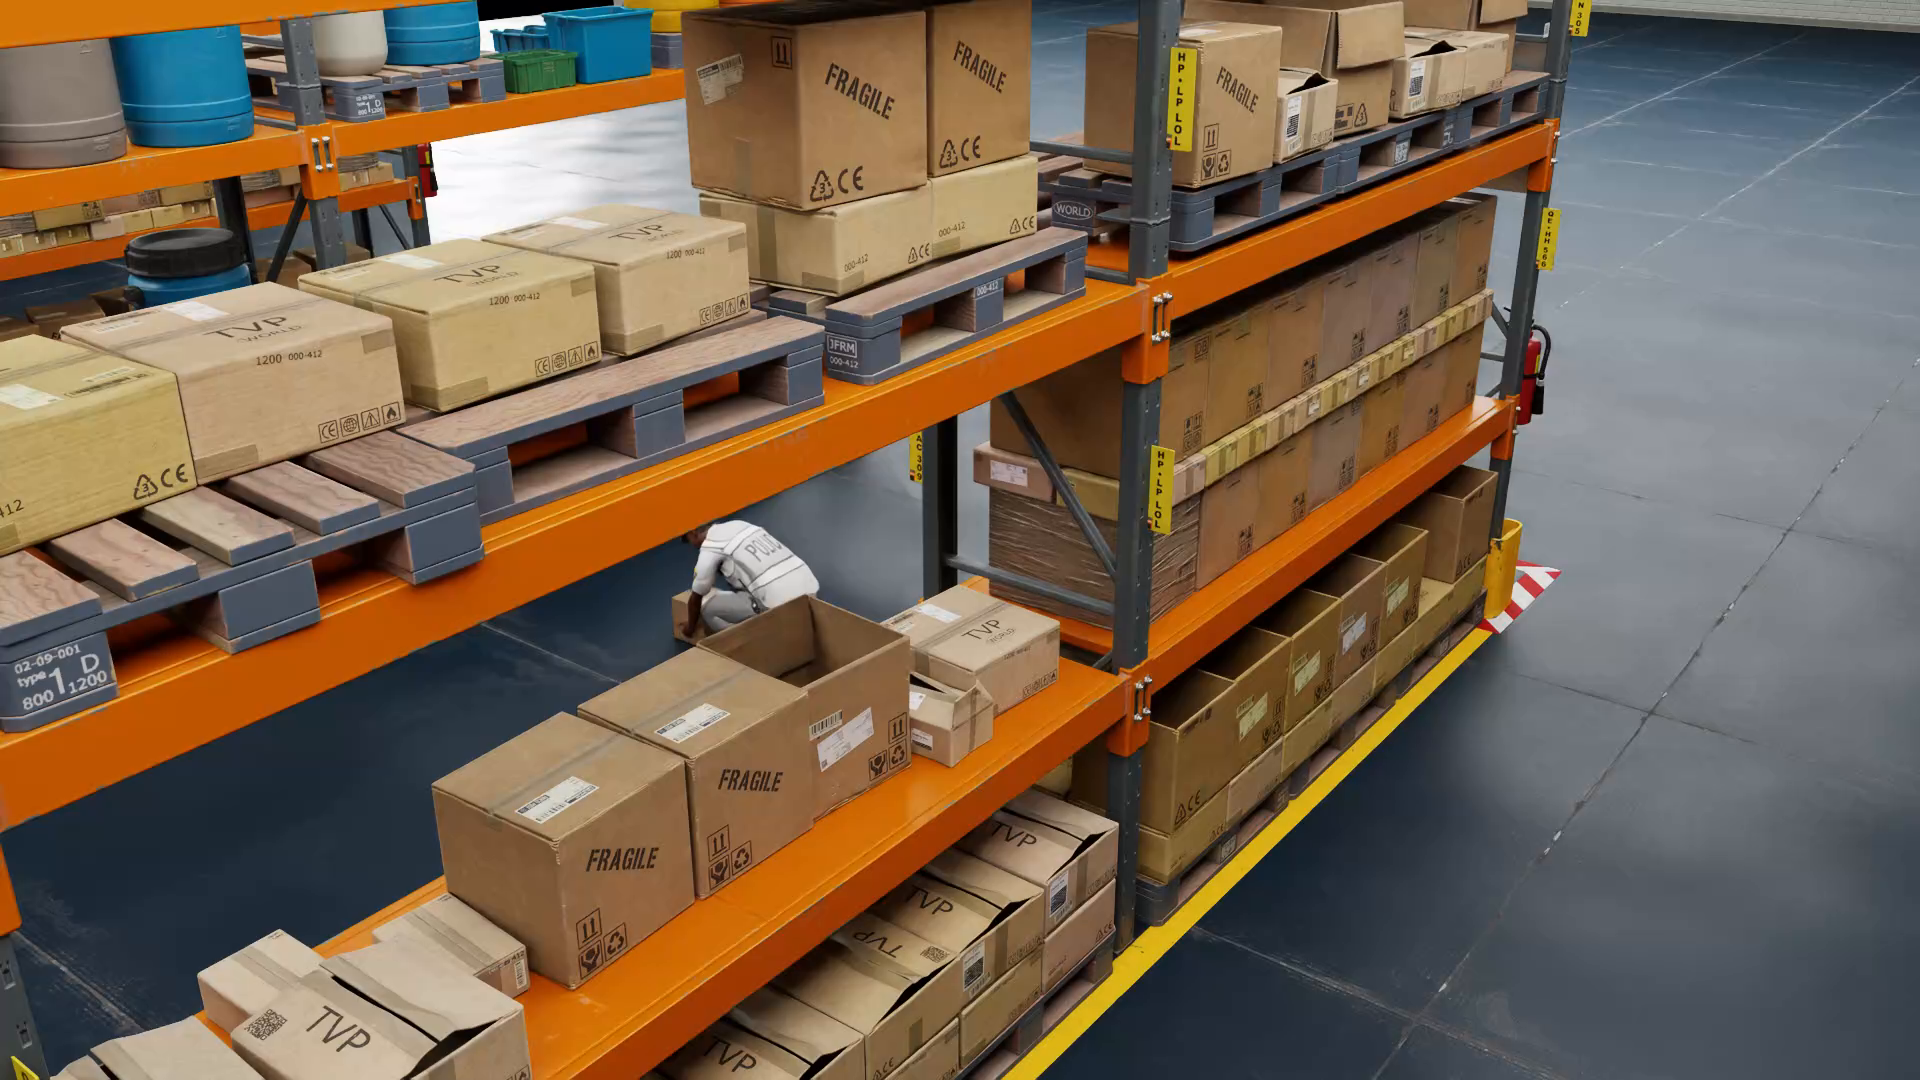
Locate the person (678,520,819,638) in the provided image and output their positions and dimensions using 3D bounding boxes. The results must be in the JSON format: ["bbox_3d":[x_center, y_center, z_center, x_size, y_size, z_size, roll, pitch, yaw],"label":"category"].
[{"bbox_3d":[-1.174,0.241,9.059,0.868,0.863,0.479,17,29,33],"label":"person"}]
